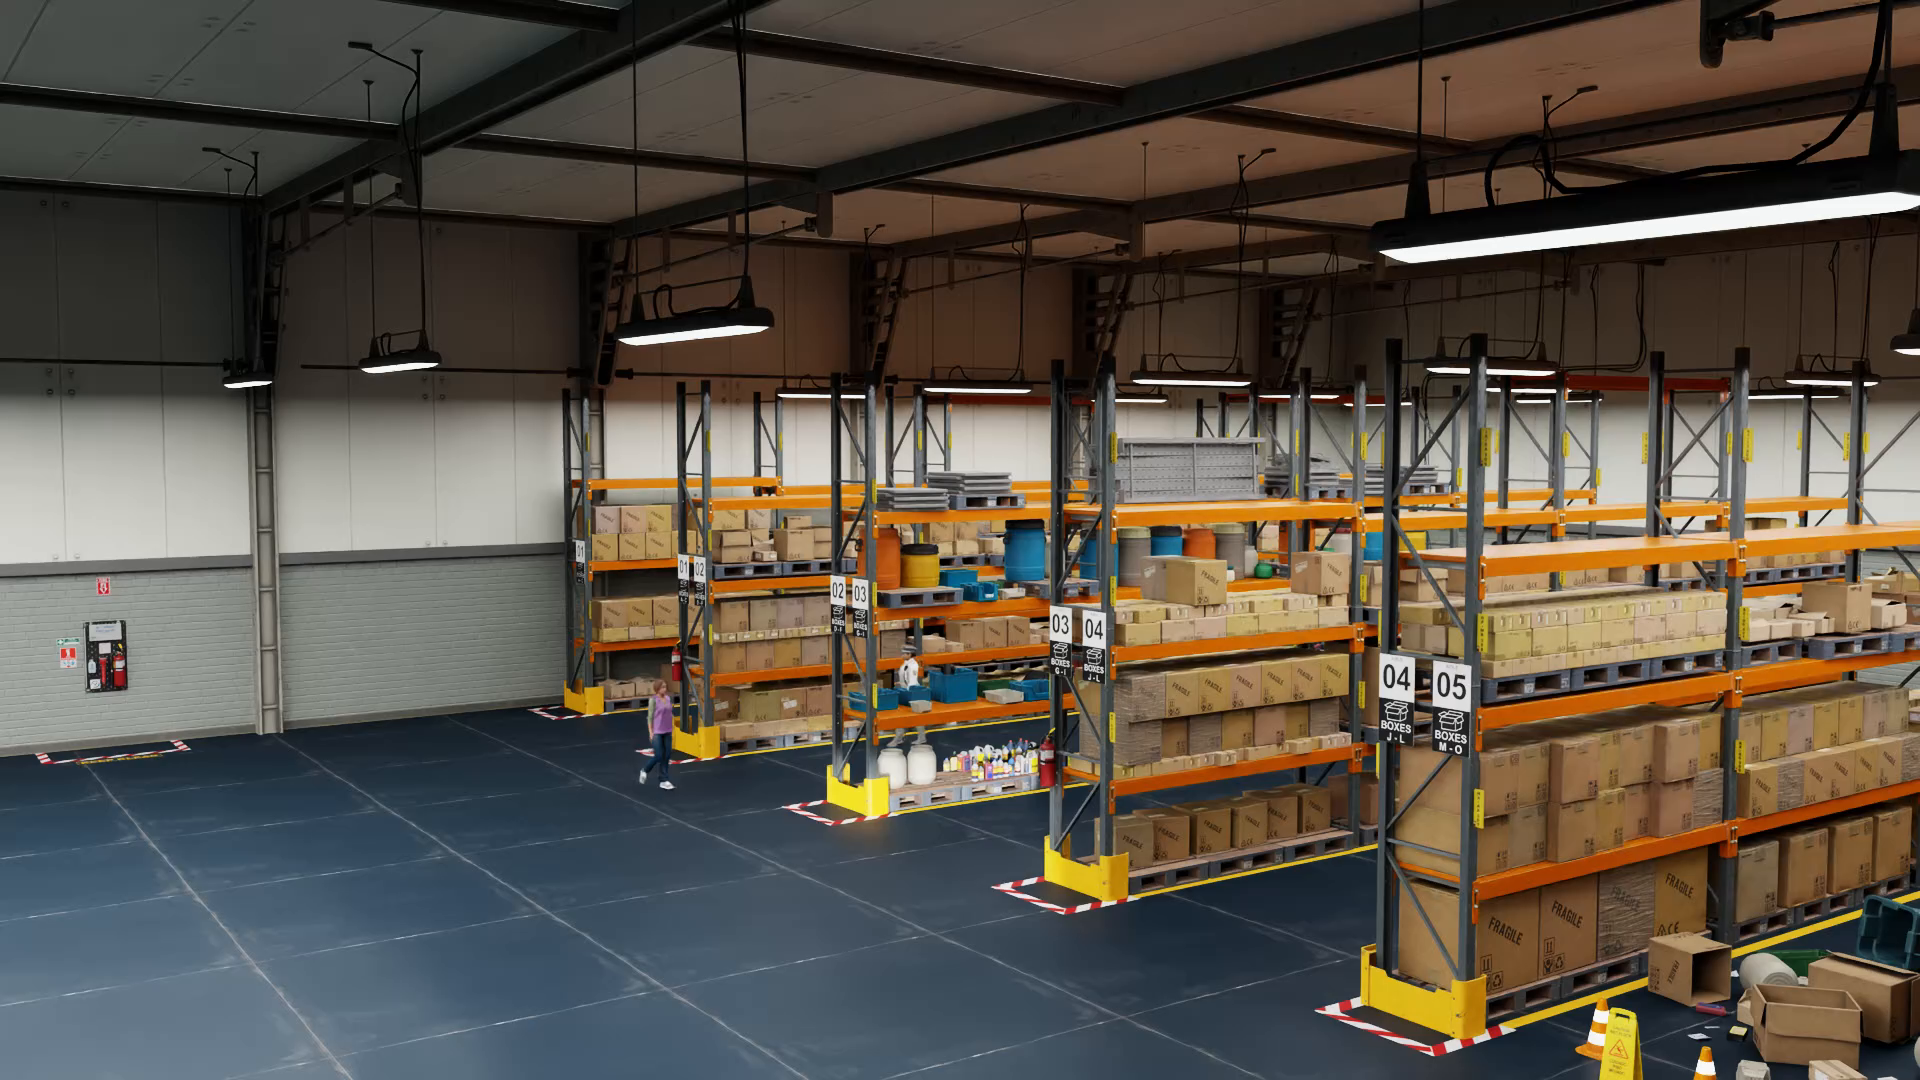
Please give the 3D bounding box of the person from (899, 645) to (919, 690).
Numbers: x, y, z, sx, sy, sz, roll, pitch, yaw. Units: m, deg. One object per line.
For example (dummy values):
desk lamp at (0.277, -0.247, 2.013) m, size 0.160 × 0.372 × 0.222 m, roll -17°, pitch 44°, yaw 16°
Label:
person at (-0.822, 2.147, 27.463) m, size 0.347 × 0.825 × 0.535 m, roll -2°, pitch 4°, yaw -25°

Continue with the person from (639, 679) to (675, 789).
person at (-4.375, 2.805, 24.129) m, size 0.521 × 1.594 × 0.437 m, roll 3°, pitch 5°, yaw 37°
